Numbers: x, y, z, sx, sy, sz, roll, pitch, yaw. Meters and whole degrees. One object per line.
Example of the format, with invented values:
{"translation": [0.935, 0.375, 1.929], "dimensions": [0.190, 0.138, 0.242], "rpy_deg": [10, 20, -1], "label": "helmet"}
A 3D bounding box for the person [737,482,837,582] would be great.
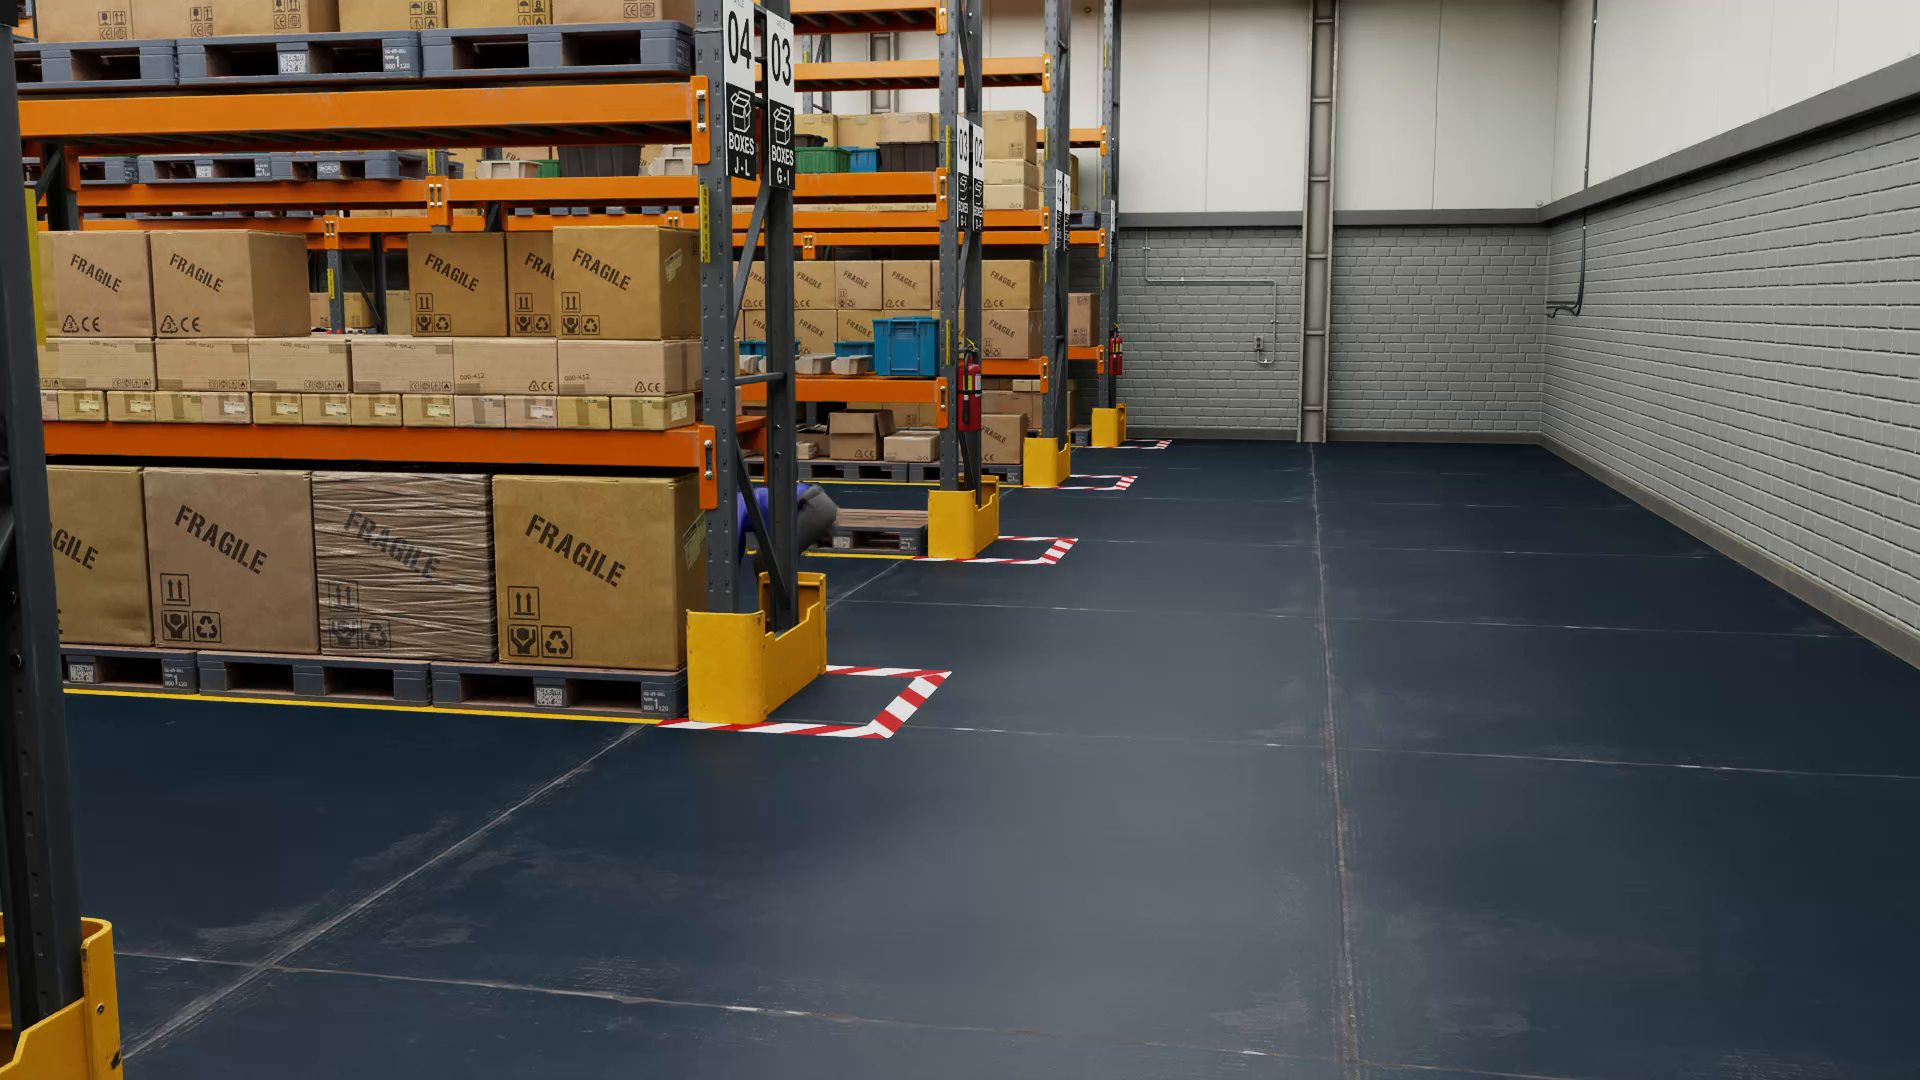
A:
{"translation": [-1.125, 0.107, 9.414], "dimensions": [0.866, 0.866, 0.464], "rpy_deg": [-1, 8, -5], "label": "person"}
